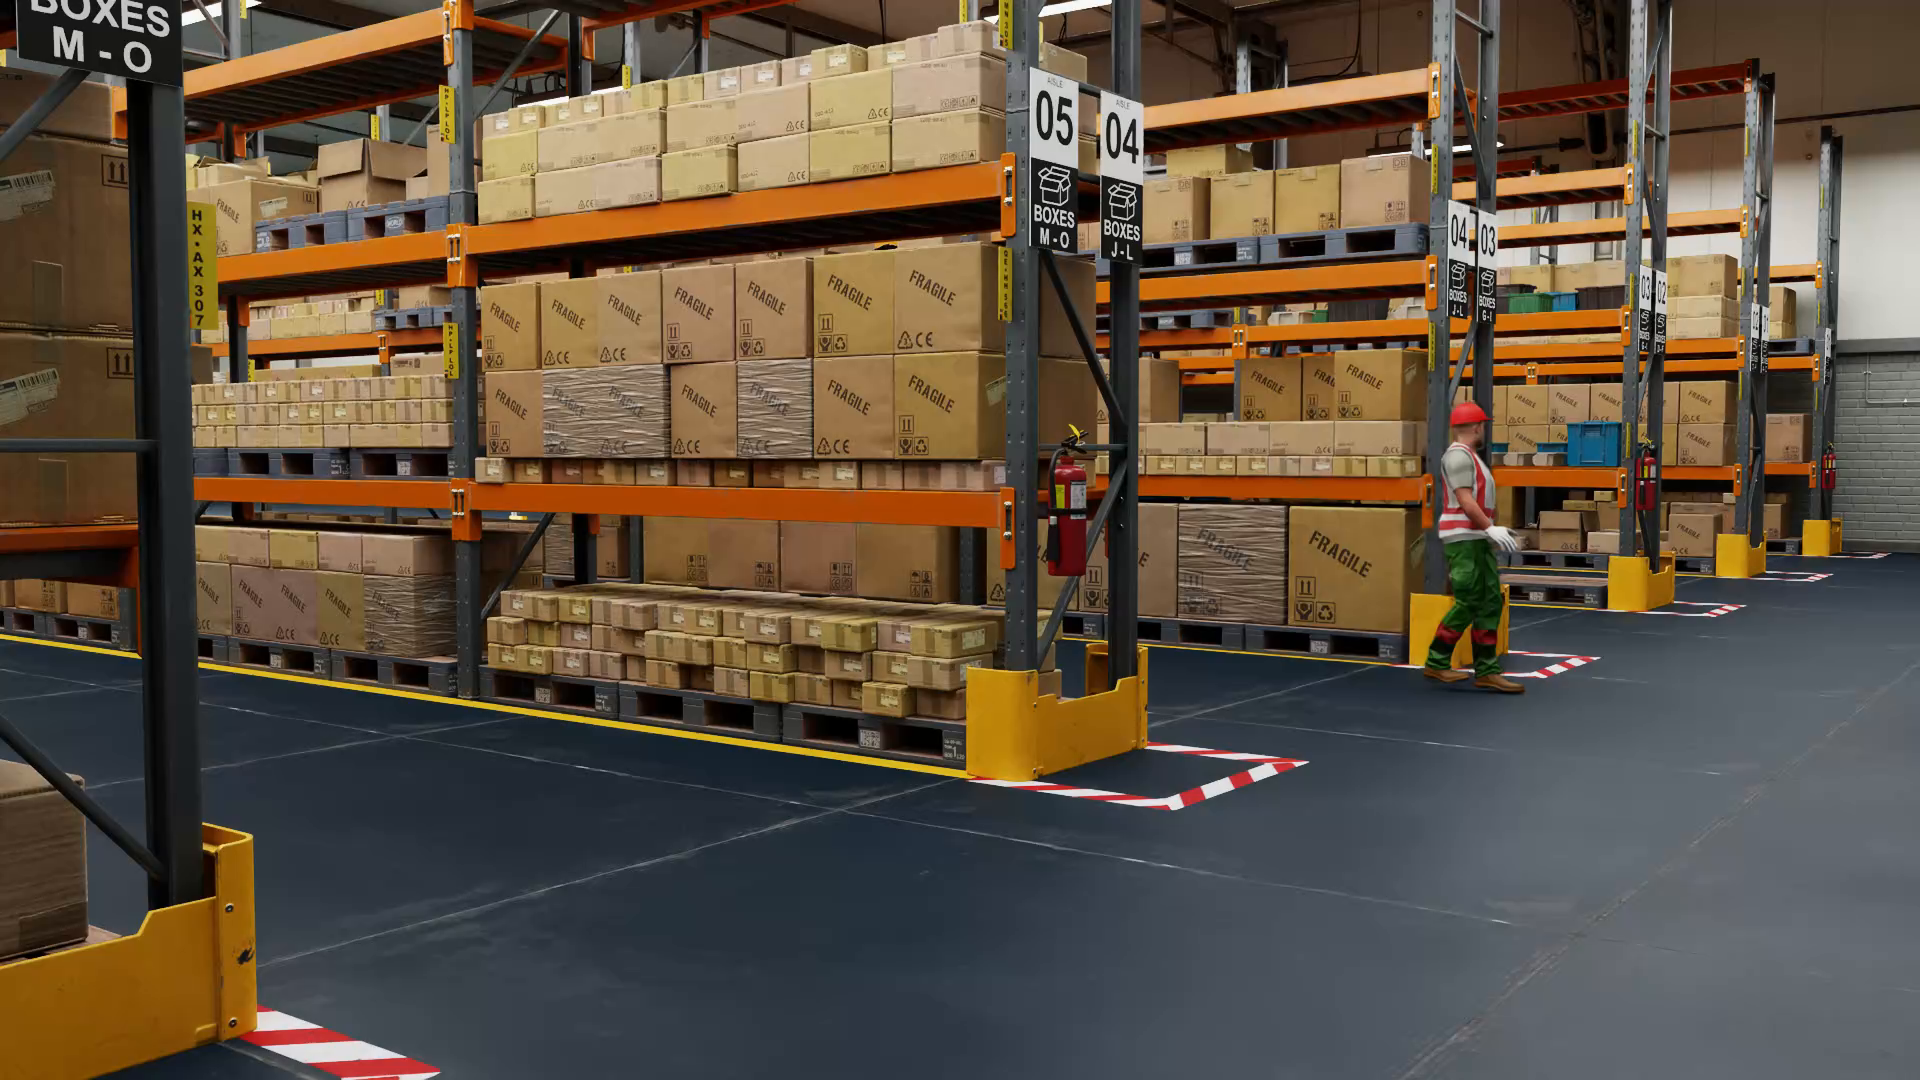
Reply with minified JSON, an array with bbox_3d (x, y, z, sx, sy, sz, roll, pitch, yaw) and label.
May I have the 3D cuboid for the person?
[{"bbox_3d":[3.252,0.036,10.382,0.599,1.788,0.566,2,4,31],"label":"person"}]
